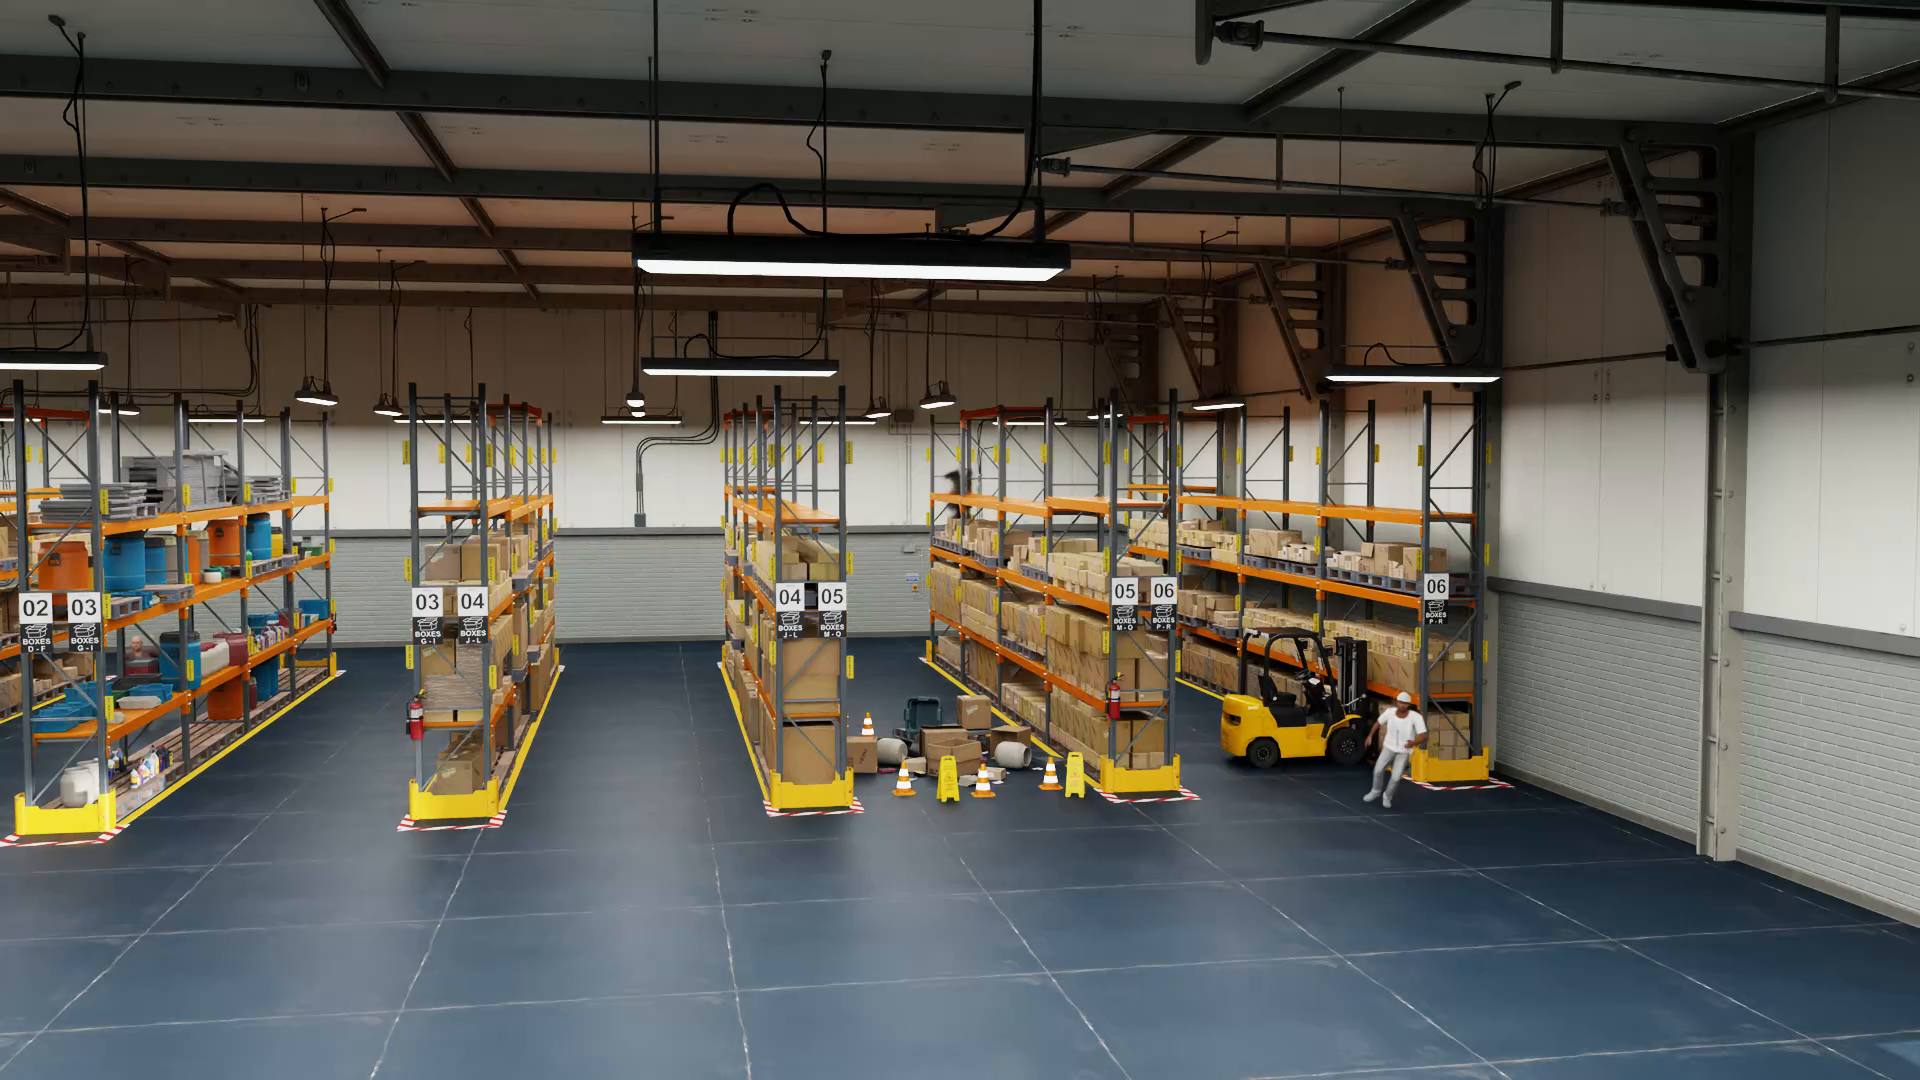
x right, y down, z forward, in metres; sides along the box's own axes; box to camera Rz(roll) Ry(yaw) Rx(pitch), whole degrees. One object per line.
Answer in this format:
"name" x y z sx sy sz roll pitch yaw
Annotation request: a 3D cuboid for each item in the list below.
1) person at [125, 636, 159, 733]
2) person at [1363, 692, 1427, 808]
"person" -14.909 2.604 30.281 0.700 1.755 1.059 -1 3 -15
"person" 6.173 2.991 23.620 0.889 1.681 0.632 1 3 19
